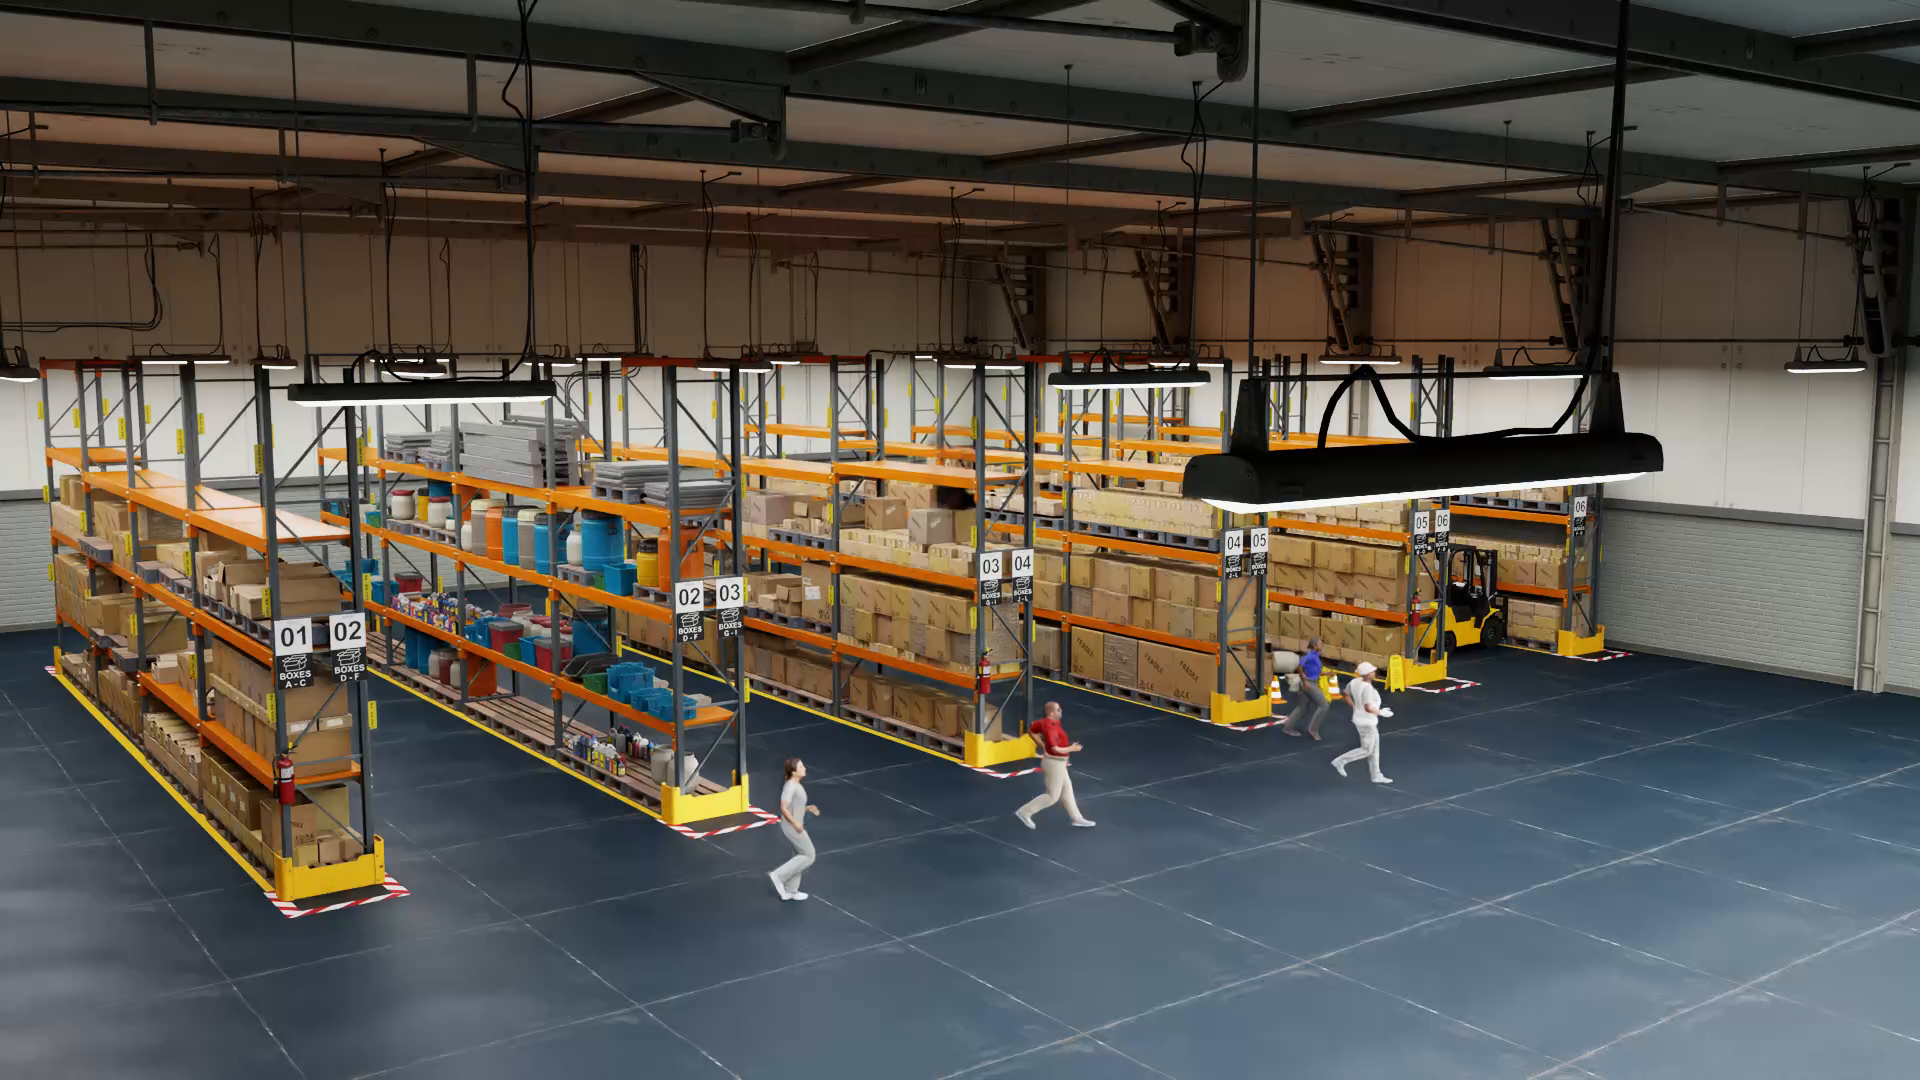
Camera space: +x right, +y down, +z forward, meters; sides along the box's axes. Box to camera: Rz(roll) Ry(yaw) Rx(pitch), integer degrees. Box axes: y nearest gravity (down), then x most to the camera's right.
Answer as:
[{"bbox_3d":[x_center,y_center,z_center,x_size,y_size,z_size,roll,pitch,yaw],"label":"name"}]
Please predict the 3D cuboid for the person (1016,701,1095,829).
[{"bbox_3d":[1.231,2.903,21.374,1.073,1.682,0.676,-1,7,-7],"label":"person"}]

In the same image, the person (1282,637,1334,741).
[{"bbox_3d":[5.554,2.369,26.429,0.810,1.679,0.501,1,7,5],"label":"person"}]

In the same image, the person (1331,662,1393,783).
[{"bbox_3d":[5.745,2.615,23.704,0.922,1.777,0.687,0,7,-3],"label":"person"}]

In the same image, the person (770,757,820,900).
[{"bbox_3d":[-1.877,3.268,18.873,0.587,1.637,0.556,-1,7,-9],"label":"person"}]
